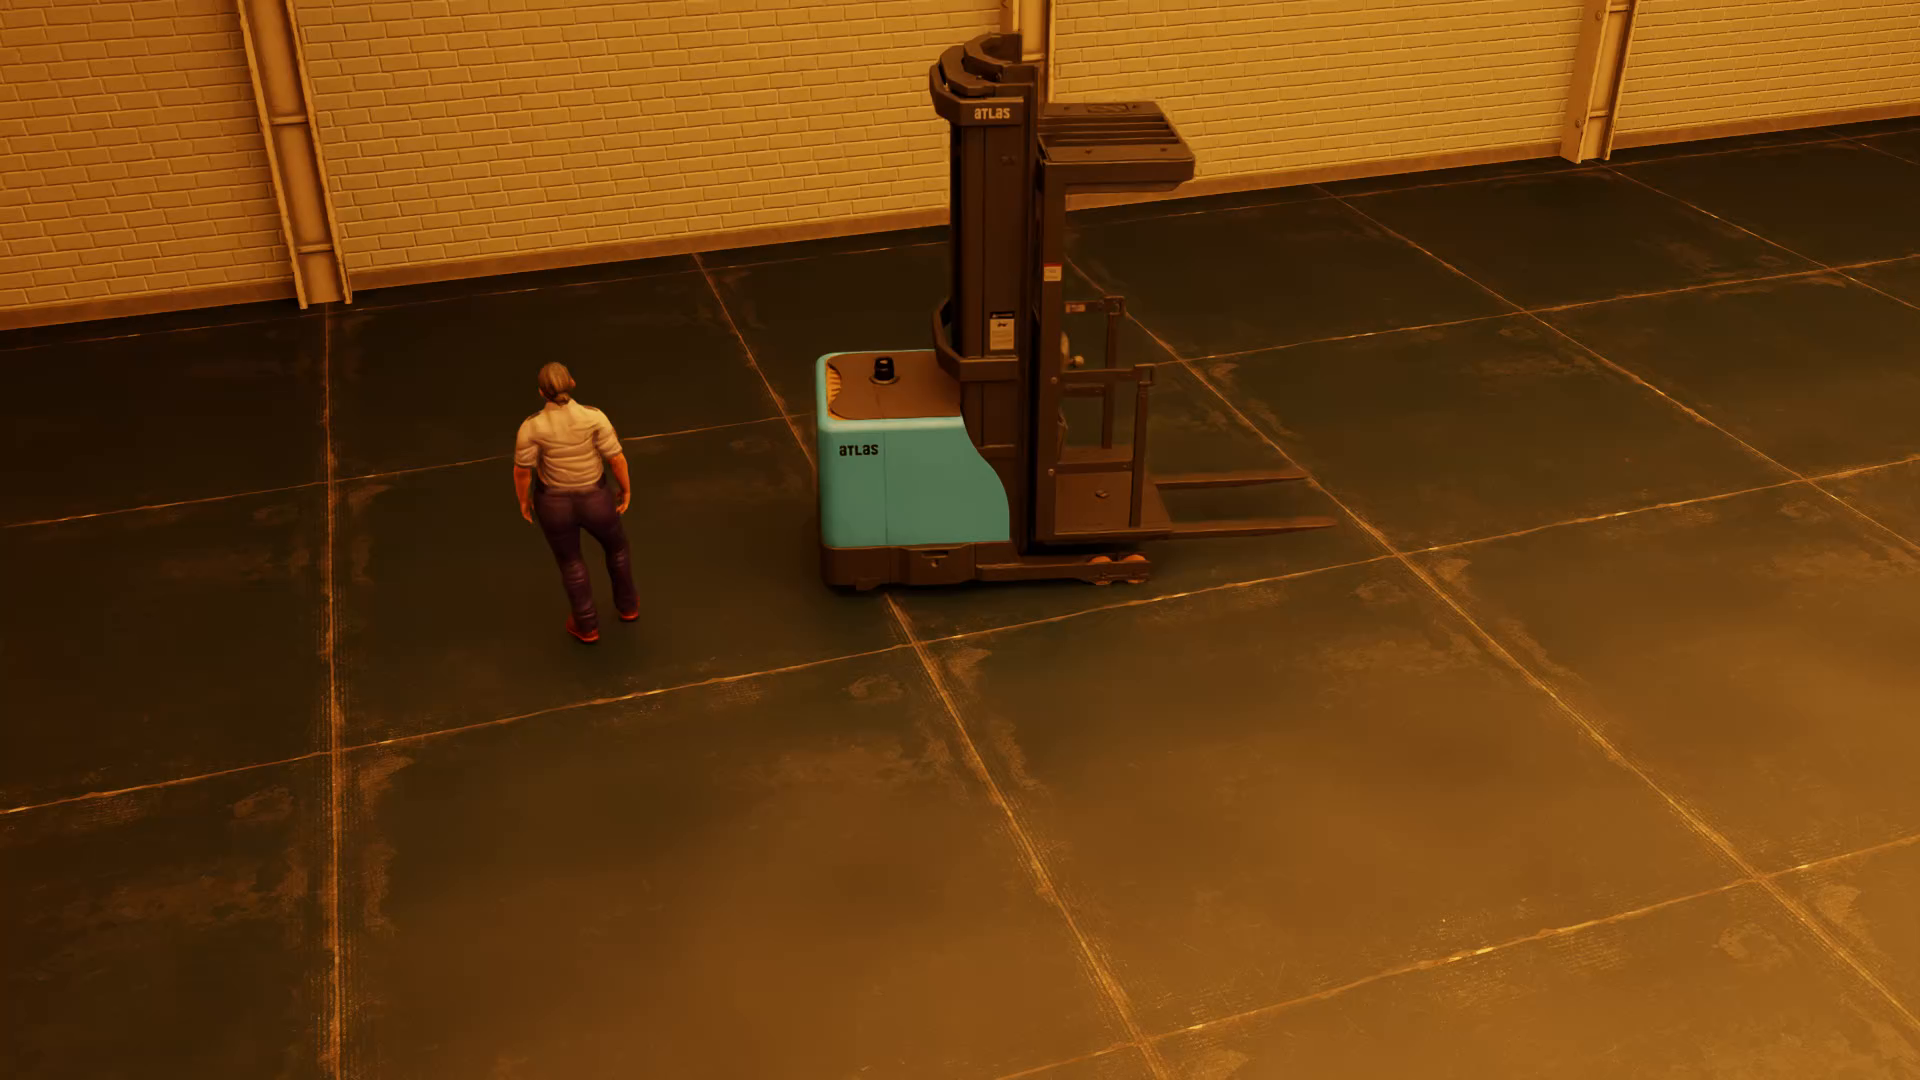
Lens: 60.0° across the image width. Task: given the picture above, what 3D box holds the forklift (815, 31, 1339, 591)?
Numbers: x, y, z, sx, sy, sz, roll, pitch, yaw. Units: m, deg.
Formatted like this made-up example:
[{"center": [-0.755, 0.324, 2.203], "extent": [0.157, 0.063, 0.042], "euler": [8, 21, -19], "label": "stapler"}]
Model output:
[{"center": [0.686, -1.270, 9.294], "extent": [3.031, 2.935, 1.130], "euler": [-2, 30, -4], "label": "forklift"}]

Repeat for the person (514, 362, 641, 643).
[{"center": [-2.040, -0.240, 8.810], "extent": [0.578, 1.647, 0.543], "euler": [-7, 31, -11], "label": "person"}]
